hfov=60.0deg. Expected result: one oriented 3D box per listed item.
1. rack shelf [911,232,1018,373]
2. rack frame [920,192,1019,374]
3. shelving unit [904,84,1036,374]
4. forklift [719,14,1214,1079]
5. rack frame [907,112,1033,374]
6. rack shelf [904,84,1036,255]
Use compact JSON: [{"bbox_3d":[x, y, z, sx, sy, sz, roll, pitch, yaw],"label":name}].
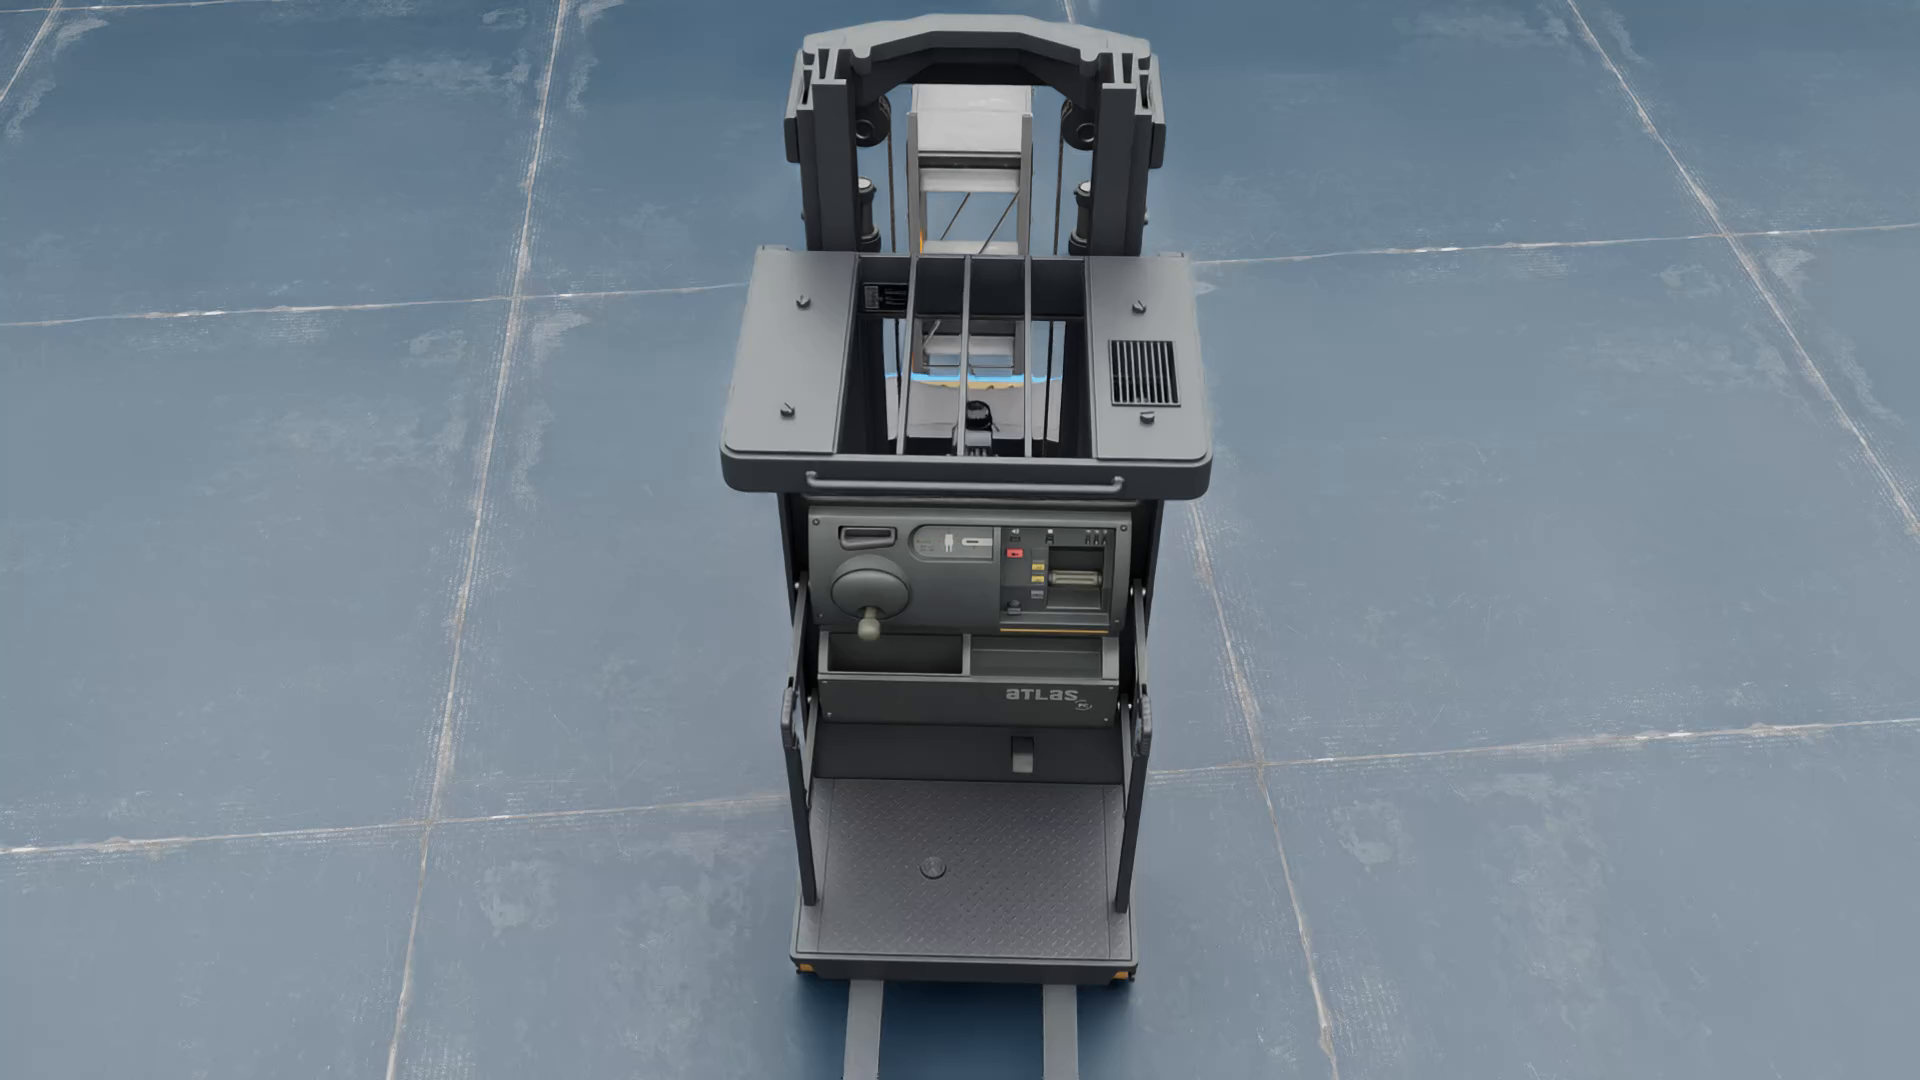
[{"bbox_3d":[0.038,-0.797,6.214,0.431,0.518,0.480,1,47,1],"label":"rack shelf"},{"bbox_3d":[0.044,-0.983,6.372,0.400,2.100,0.015,1,47,1],"label":"rack frame"},{"bbox_3d":[0.038,-0.806,6.204,0.431,2.100,0.503,1,47,1],"label":"shelving unit"},{"bbox_3d":[0.024,0.201,4.678,1.130,2.935,3.031,1,47,1],"label":"forklift"},{"bbox_3d":[0.031,-0.629,6.036,0.400,2.100,0.015,1,47,1],"label":"rack frame"},{"bbox_3d":[0.038,-1.278,5.705,0.431,0.518,0.480,1,47,1],"label":"rack shelf"}]
